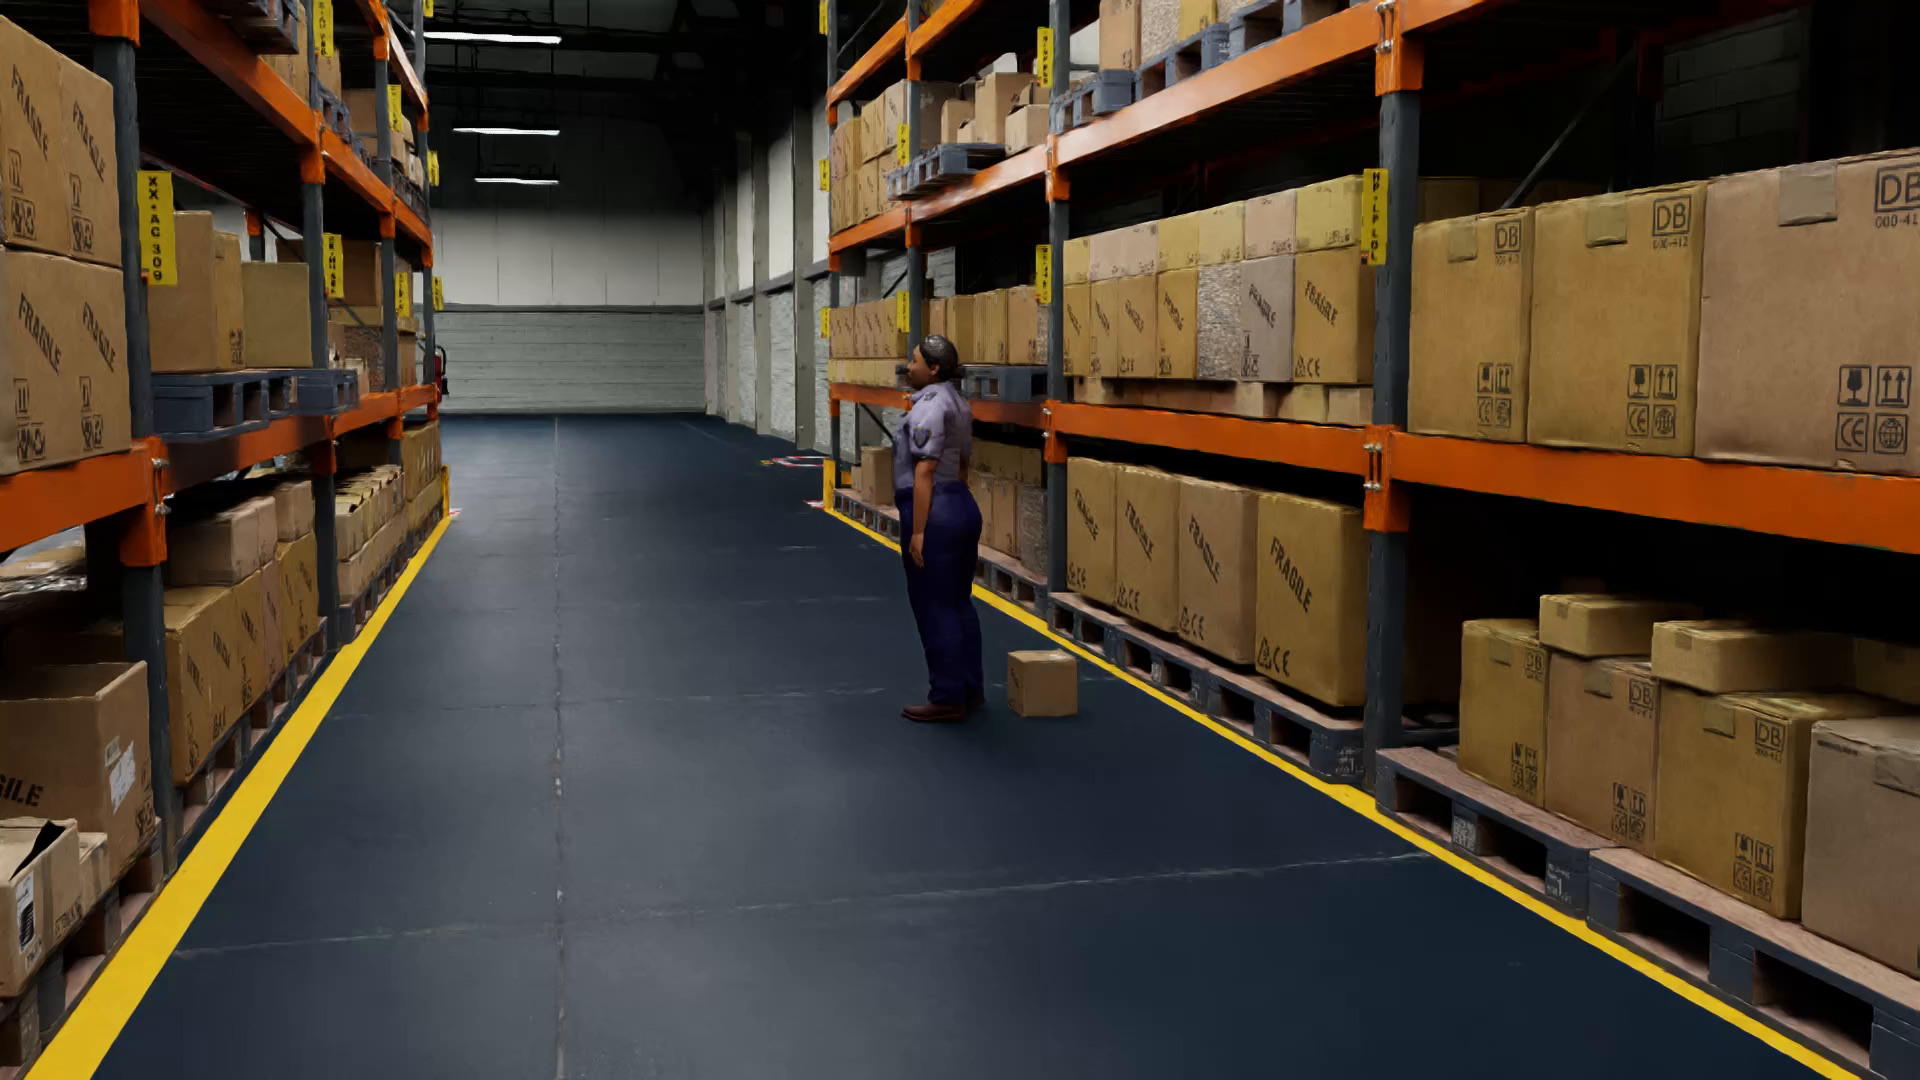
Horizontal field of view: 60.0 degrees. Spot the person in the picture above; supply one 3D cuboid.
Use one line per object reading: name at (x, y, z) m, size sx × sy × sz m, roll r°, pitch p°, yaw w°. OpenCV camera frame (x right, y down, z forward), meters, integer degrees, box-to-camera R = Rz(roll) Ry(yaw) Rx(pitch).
person at (-0.095, -0.058, 7.214) m, size 0.351 × 1.653 × 0.588 m, roll 2°, pitch 7°, yaw 22°
